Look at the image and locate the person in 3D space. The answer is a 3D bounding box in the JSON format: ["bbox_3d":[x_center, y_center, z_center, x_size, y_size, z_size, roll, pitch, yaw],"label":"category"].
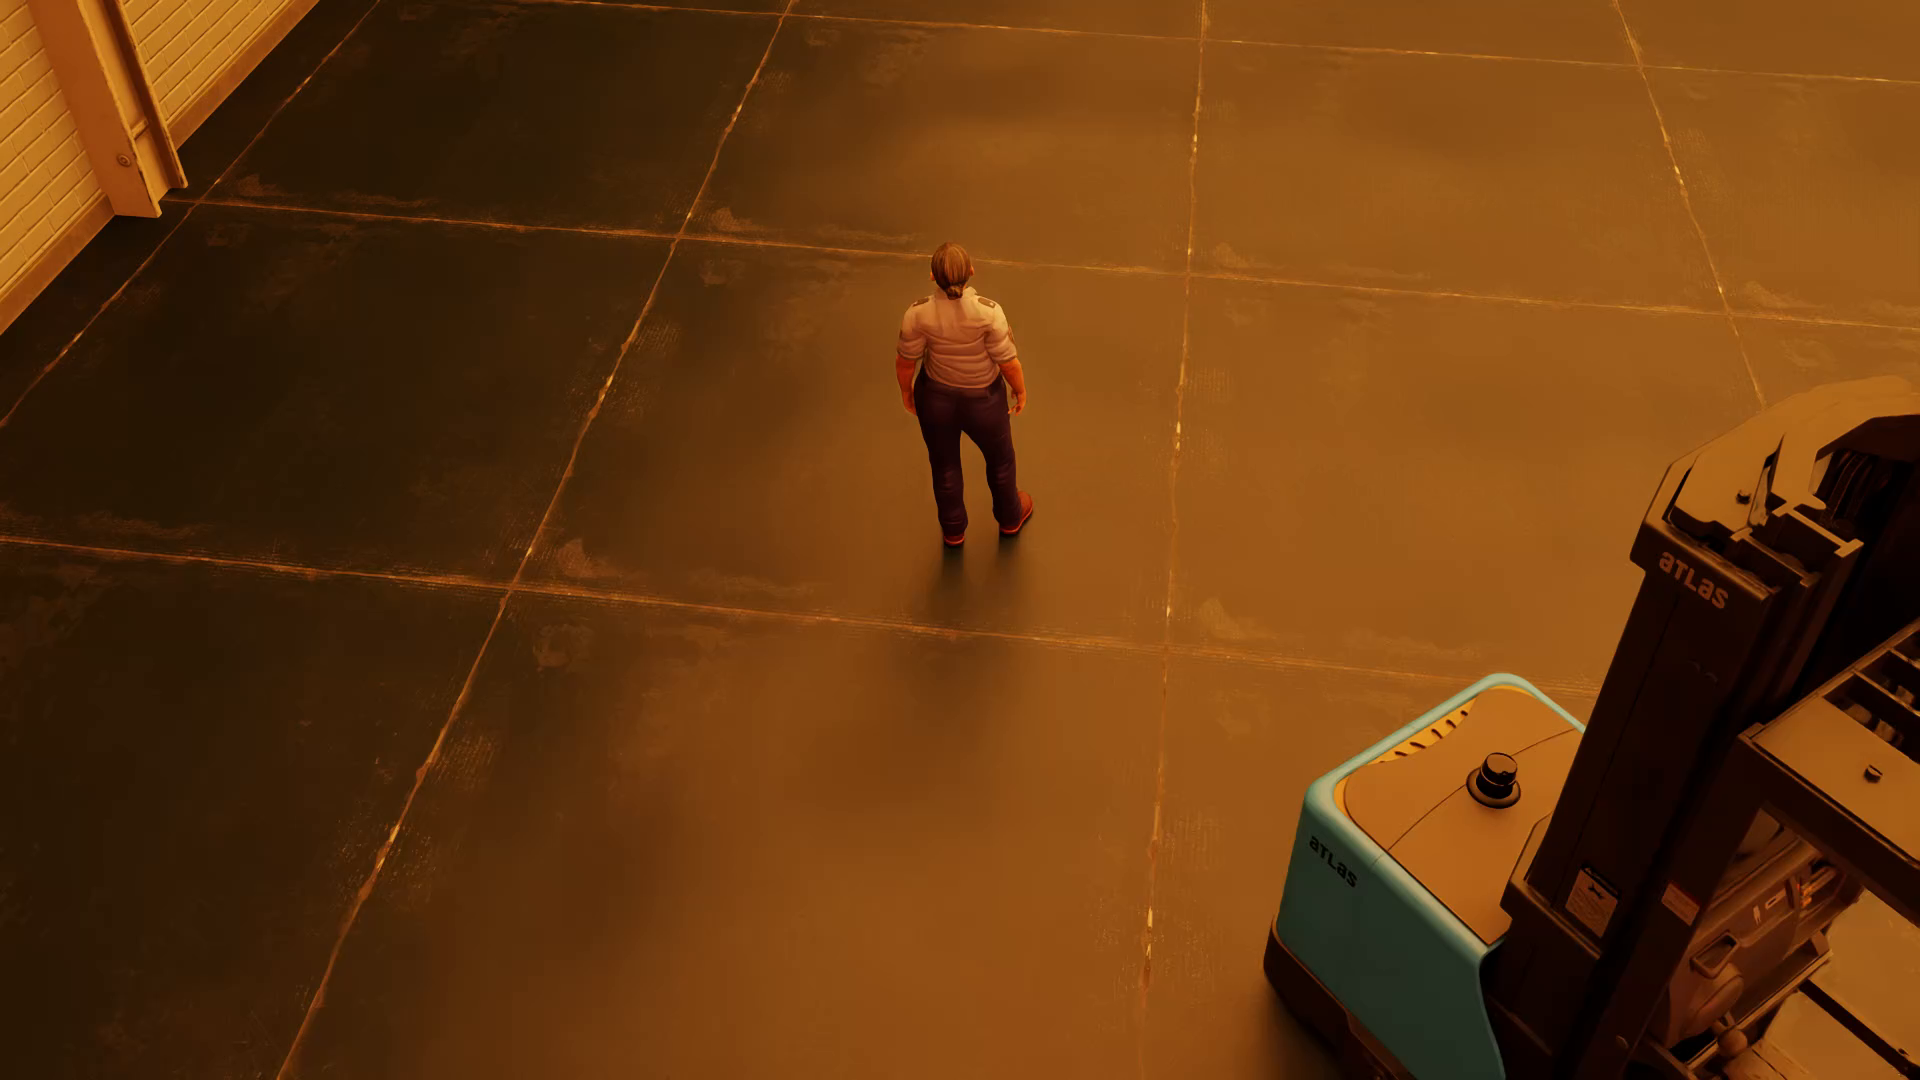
[{"bbox_3d":[0.035,-0.670,7.392,0.598,1.651,0.502,5,43,6],"label":"person"}]

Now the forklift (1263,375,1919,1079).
[{"bbox_3d":[2.363,1.157,4.465,1.130,2.935,3.031,-25,48,-25],"label":"forklift"}]
